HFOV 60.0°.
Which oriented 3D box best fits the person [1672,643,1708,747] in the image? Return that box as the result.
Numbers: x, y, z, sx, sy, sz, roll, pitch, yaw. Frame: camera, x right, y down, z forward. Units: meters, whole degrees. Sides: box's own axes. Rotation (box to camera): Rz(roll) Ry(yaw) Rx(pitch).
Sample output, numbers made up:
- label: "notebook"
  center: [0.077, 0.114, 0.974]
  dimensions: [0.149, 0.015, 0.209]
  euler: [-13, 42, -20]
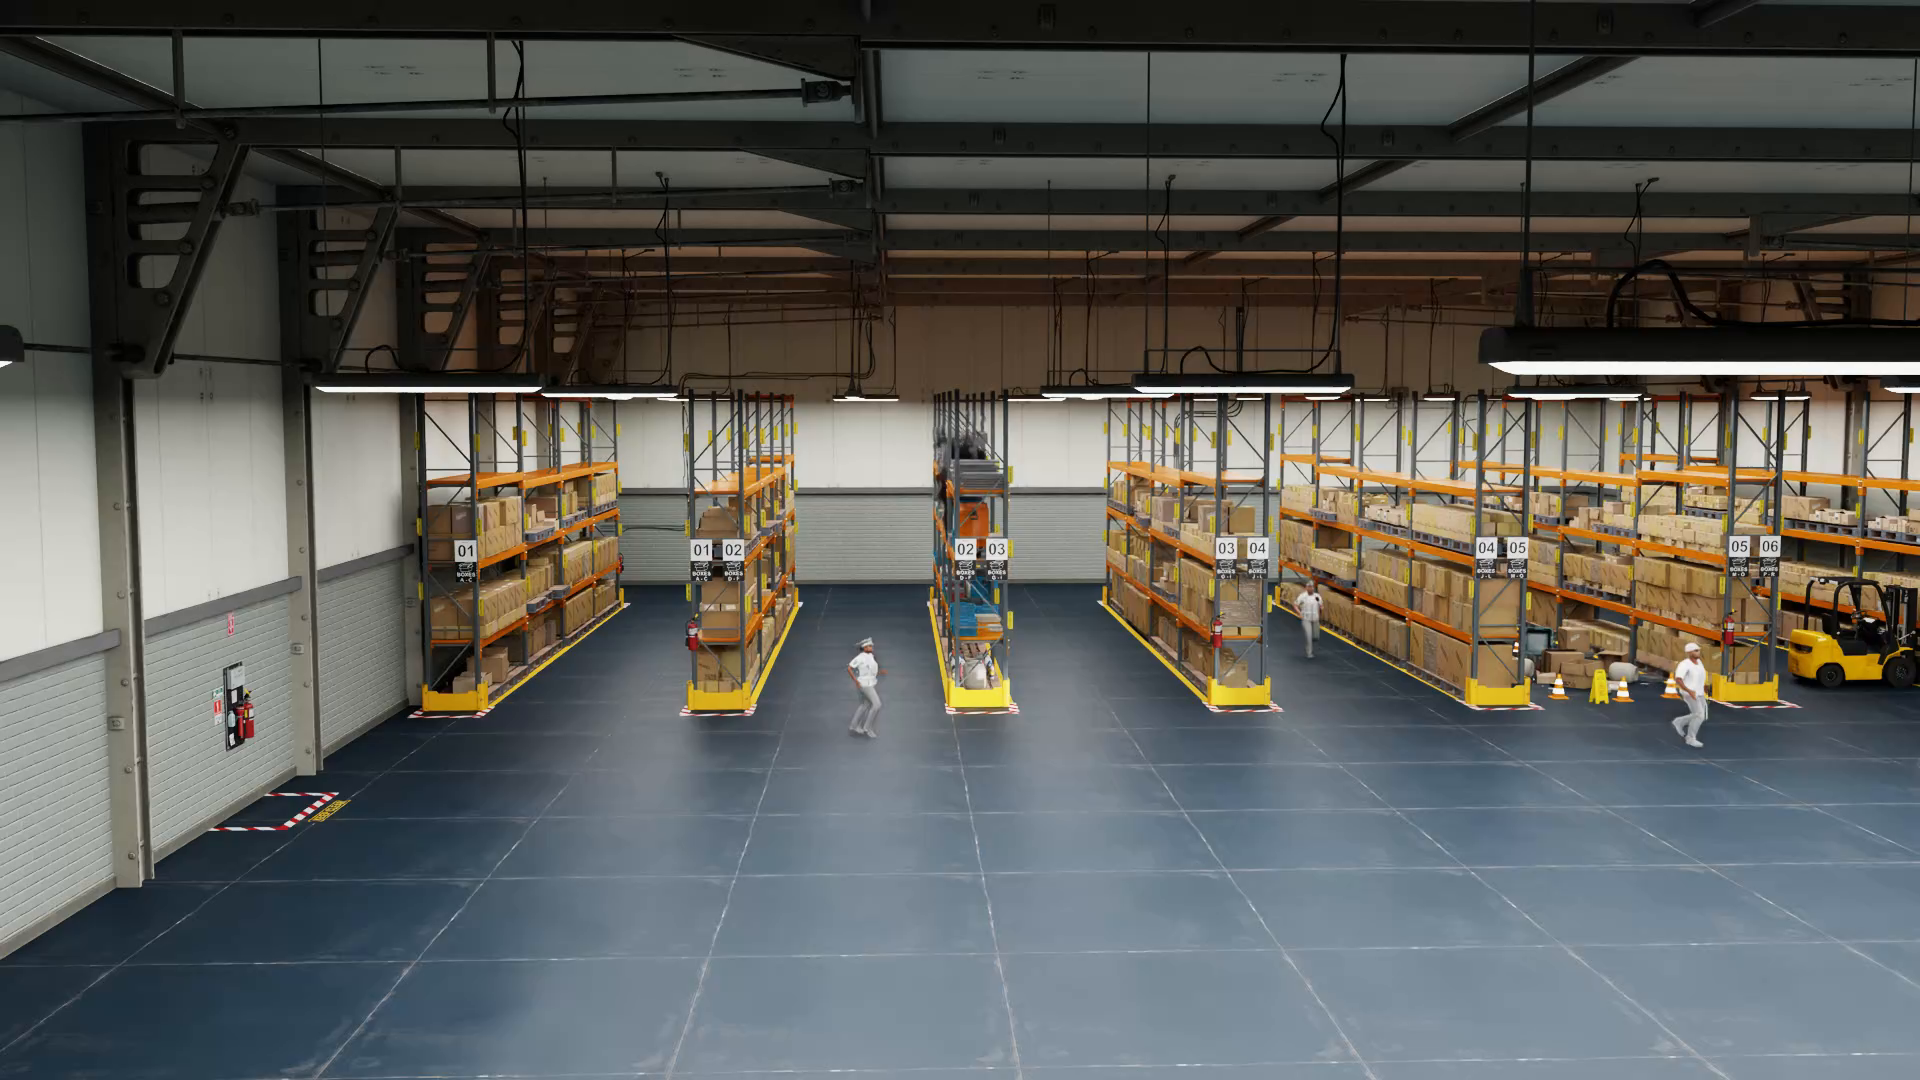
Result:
- label: "person"
  center: [12.285, 2.584, 28.003]
  dimensions: [0.693, 1.732, 0.561]
  euler: [-4, 6, -40]

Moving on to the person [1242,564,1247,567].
- label: "person"
  center: [7.919, 1.101, 46.274]
  dimensions: [0.675, 1.752, 0.684]
  euler: [0, 5, 2]

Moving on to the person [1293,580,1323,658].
- label: "person"
  center: [7.922, 1.778, 37.721]
  dimensions: [0.672, 1.736, 0.779]
  euler: [0, 5, -5]

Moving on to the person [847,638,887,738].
- label: "person"
  center: [-1.589, 2.548, 28.665]
  dimensions: [0.714, 1.742, 0.544]
  euler: [2, 5, 18]
